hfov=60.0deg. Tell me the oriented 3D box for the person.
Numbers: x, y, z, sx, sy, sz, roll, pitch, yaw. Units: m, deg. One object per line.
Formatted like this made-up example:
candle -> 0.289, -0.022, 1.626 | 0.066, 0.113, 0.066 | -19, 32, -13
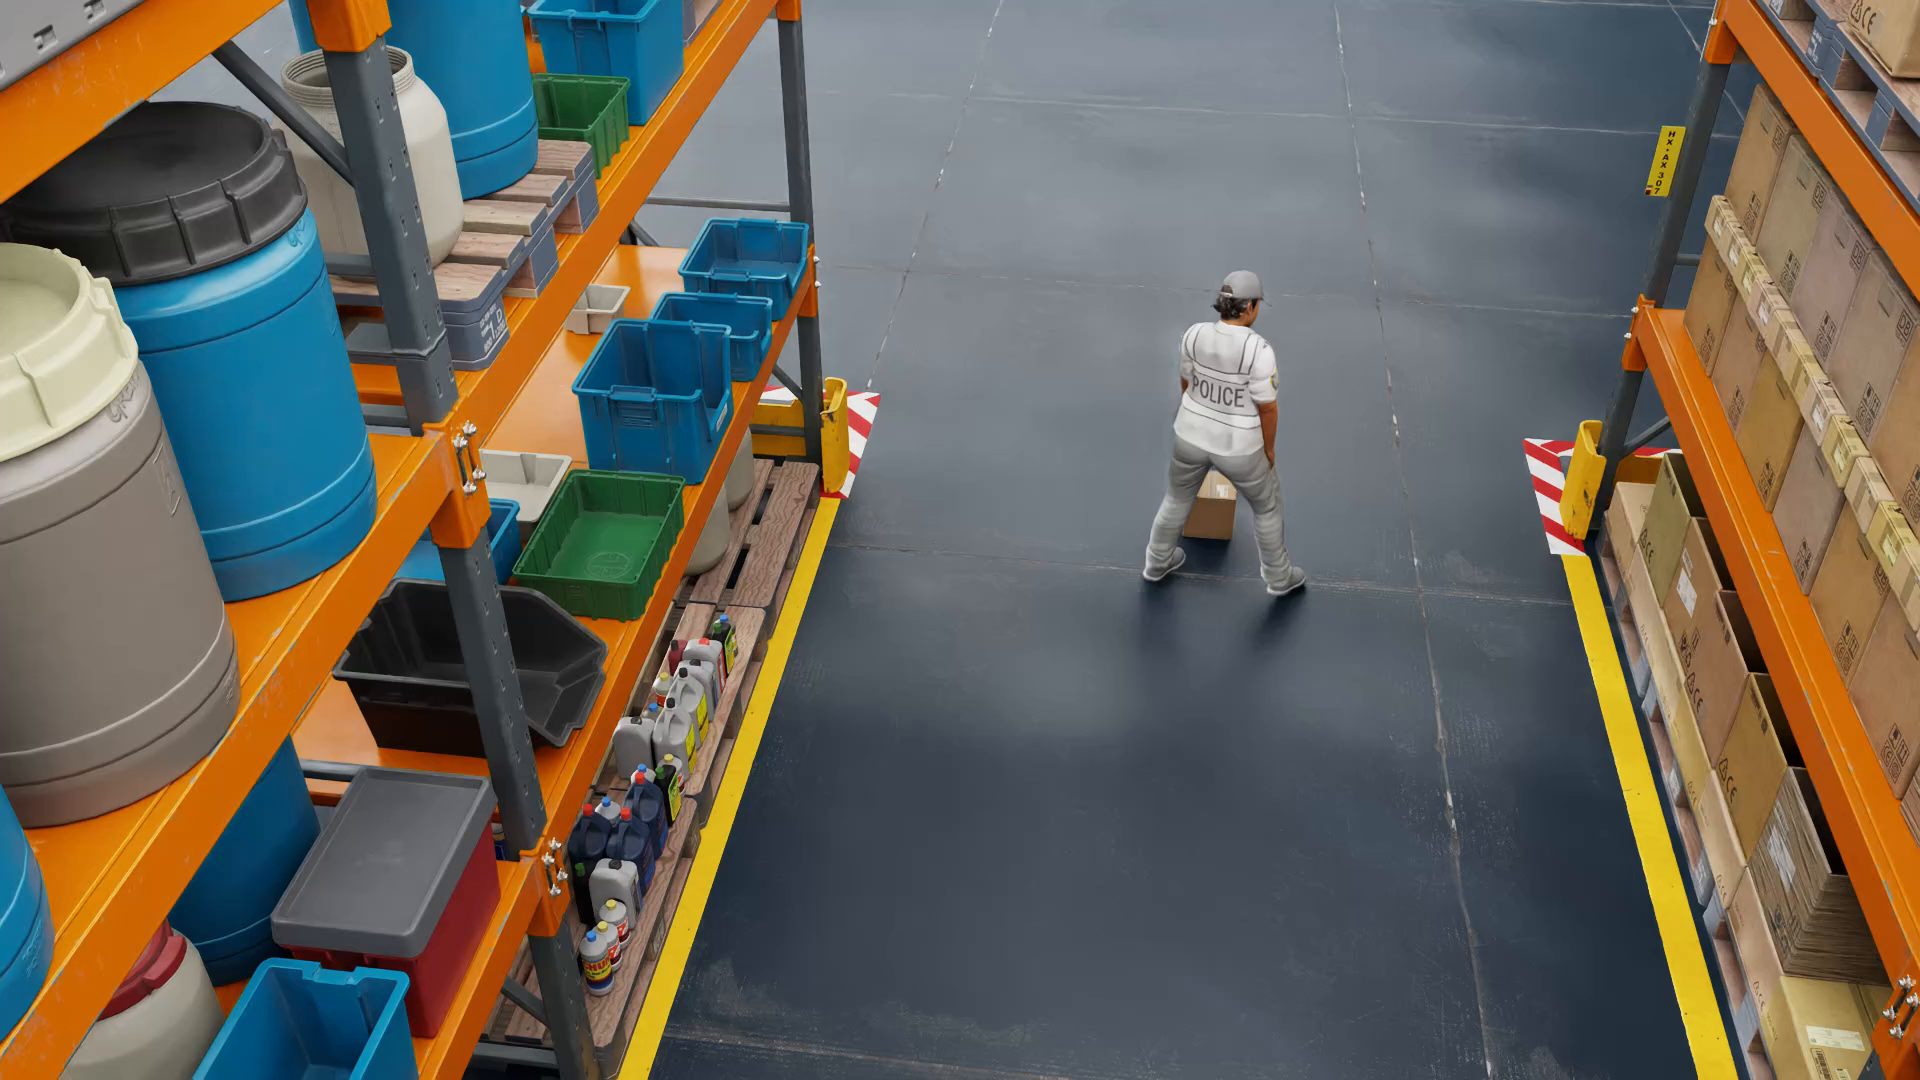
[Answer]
person -> 1.292, -0.463, 7.667 | 0.702, 1.653, 0.499 | 20, 41, 25
